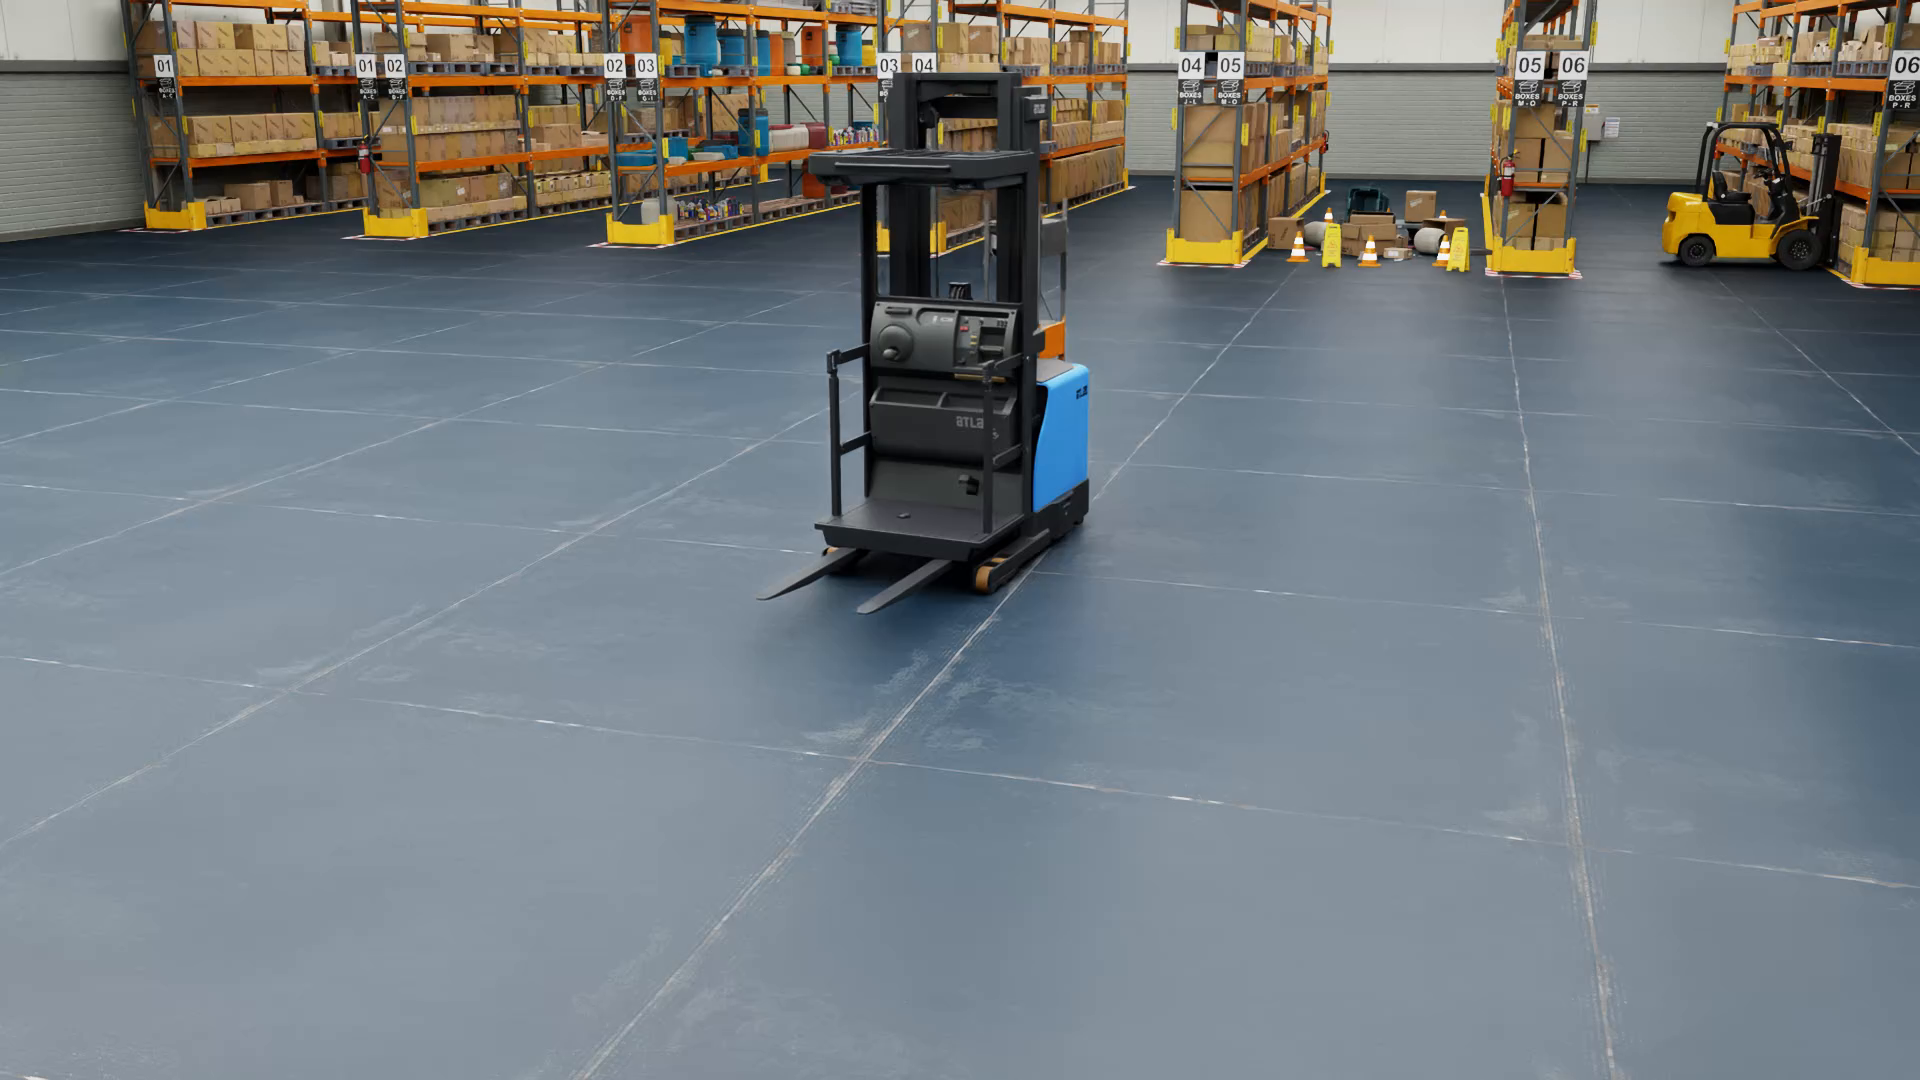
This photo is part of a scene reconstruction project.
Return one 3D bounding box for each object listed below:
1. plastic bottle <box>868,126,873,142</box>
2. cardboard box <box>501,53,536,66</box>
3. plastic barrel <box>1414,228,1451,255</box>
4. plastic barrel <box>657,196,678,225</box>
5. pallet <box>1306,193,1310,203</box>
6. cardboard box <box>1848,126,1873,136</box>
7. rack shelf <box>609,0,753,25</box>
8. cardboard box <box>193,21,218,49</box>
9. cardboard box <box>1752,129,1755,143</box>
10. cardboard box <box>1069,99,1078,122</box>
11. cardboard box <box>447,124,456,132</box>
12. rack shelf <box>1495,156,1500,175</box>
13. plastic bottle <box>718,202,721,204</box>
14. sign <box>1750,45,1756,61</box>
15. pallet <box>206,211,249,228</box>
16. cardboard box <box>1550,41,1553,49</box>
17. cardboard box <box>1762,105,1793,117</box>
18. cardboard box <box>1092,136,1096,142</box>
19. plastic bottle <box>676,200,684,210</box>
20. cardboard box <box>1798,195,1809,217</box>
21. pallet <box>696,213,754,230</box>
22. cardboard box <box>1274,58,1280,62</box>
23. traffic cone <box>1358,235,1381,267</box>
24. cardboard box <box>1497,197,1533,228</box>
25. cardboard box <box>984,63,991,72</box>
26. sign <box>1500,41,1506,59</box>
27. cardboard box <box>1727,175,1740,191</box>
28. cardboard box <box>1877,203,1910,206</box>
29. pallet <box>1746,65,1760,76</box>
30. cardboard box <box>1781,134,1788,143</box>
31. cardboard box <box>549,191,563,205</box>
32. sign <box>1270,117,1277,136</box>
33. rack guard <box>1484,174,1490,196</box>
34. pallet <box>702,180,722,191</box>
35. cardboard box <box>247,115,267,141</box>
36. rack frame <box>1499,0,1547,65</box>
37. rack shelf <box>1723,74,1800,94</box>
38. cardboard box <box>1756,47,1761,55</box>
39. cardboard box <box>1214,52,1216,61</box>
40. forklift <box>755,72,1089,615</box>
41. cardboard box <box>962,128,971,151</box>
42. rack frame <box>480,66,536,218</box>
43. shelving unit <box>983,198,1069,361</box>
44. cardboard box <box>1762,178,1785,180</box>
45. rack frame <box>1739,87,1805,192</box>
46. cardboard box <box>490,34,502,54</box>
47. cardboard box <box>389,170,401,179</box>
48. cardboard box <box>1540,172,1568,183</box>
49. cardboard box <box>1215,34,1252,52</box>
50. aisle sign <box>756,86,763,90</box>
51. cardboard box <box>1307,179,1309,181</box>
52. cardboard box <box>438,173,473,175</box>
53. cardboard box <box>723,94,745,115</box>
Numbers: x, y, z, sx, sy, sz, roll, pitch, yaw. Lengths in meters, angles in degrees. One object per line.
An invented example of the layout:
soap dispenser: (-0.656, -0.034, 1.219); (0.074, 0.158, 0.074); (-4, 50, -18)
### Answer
plastic bottle: (-2.135, -9.512, 38.959); (0.144, 0.351, 0.185); (5, 16, 16)
cardboard box: (-9.025, -9.827, 33.988); (0.500, 0.250, 0.500); (6, 17, 22)
plastic barrel: (7.788, -4.928, 27.428); (0.421, 0.421, 0.512); (-10, 19, -32)
plastic barrel: (-5.341, -5.977, 30.193); (0.421, 0.512, 0.421); (0, 16, 0)
pallet: (7.445, -7.844, 38.096); (1.003, 0.211, 1.213); (5, 16, 16)
cardboard box: (13.884, -6.272, 25.528); (0.380, 0.149, 0.250); (5, 16, 16)
rack shelf: (-5.029, -9.533, 30.000); (1.077, 0.370, 4.000); (5, 16, 16)
cardboard box: (-14.563, -9.622, 31.705); (0.500, 0.500, 0.500); (4, 16, 15)
cardboard box: (16.060, -8.069, 33.257); (0.396, 0.266, 0.258); (5, 17, 19)
cardboard box: (2.182, -9.602, 37.164); (0.797, 0.503, 0.637); (5, 17, 16)
cardboard box: (-9.736, -7.764, 31.332); (0.380, 0.149, 0.250); (4, 16, 14)
rack shelf: (10.358, -6.733, 30.390); (1.077, 0.370, 4.000); (5, 16, 16)
plastic bottle: (-4.571, -6.374, 31.990); (0.152, 0.276, 0.135); (5, 16, 16)
sign: (16.300, -9.997, 34.134); (0.100, 0.325, 0.005); (5, 16, 16)
pallet: (-14.810, -6.319, 32.720); (1.003, 0.211, 1.213); (5, 16, 16)
cardboard box: (9.006, -7.360, 24.783); (0.380, 0.149, 0.250); (5, 16, 16)
cardboard box: (17.501, -9.066, 35.651); (0.500, 0.500, 0.500); (4, 16, 14)
cardboard box: (2.964, -9.348, 38.752); (0.380, 0.149, 0.250); (5, 16, 16)
plastic bottle: (-5.315, -6.258, 31.443); (0.144, 0.351, 0.185); (5, 17, 18)
cardboard box: (14.915, -5.572, 28.558); (0.875, 0.625, 0.625); (4, 16, 15)
pallet: (-4.692, -6.195, 32.283); (1.003, 0.211, 1.213); (5, 16, 16)
cardboard box: (5.662, -8.832, 30.483); (0.380, 0.149, 0.250); (5, 16, 16)
traffic cone: (6.377, -4.499, 25.843); (0.336, 0.463, 0.334); (5, 16, 16)
cardboard box: (8.925, -5.248, 26.729); (0.500, 0.500, 0.500); (4, 16, 15)
cardboard box: (0.250, -8.420, 29.797); (0.500, 0.250, 0.500); (5, 17, 17)
sign: (10.396, -9.378, 31.805); (0.100, 0.325, 0.005); (5, 16, 16)
cardboard box: (17.120, -7.666, 36.172); (0.700, 0.500, 0.500); (4, 16, 14)
cardboard box: (14.174, -4.992, 25.368); (0.500, 0.250, 0.500); (4, 16, 15)
pallet: (16.570, -9.453, 33.506); (1.213, 0.211, 1.003); (5, 16, 16)
cardboard box: (15.302, -7.292, 30.400); (0.500, 0.250, 0.500); (5, 16, 16)
cardboard box: (-8.710, -7.193, 34.962); (0.500, 0.250, 0.500); (5, 17, 17)
sign: (5.547, -7.326, 29.428); (0.100, 0.325, 0.005); (5, 16, 16)
rack guard: (13.206, -8.499, 39.879); (1.175, 0.500, 0.348); (5, 16, 16)
pallet: (-6.739, -9.025, 42.261); (1.003, 0.211, 1.213); (5, 16, 16)
cardboard box: (-14.234, -8.230, 33.211); (0.500, 0.500, 0.500); (5, 17, 18)
rack frame: (13.200, -12.582, 38.697); (1.000, 3.000, 0.127); (5, 16, 16)
rack shelf: (17.391, -9.886, 36.006); (1.077, 0.370, 4.000); (5, 16, 16)
cardboard box: (16.197, -9.798, 33.342); (0.380, 0.149, 0.250); (4, 16, 15)
cardboard box: (3.937, -7.819, 26.910); (0.380, 0.149, 0.250); (4, 16, 15)
forklift: (-0.186, -1.226, 9.782); (1.130, 2.935, 3.031); (7, 17, 23)
cardboard box: (-0.302, -7.009, 29.314); (0.875, 0.500, 0.500); (5, 16, 16)
rack frame: (-9.209, -8.094, 33.868); (1.000, 3.000, 0.127); (5, 16, 16)
shelving unit: (0.447, -1.285, 11.504); (0.431, 2.100, 0.503); (7, 17, 23)
cardboard box: (16.106, -7.084, 32.931); (0.380, 0.149, 0.250); (5, 17, 16)
rack frame: (16.823, -8.265, 34.472); (1.000, 3.000, 0.127); (5, 16, 16)
cardboard box: (-11.711, -12.753, 42.744); (0.500, 0.500, 0.500); (4, 16, 15)
cardboard box: (-13.235, -8.214, 38.068); (0.700, 0.500, 0.500); (5, 16, 16)
cardboard box: (8.948, -5.462, 25.048); (0.380, 0.149, 0.250); (5, 16, 16)
cardboard box: (4.261, -7.738, 25.892); (0.500, 0.250, 0.500); (5, 16, 16)
aisle sign: (-5.486, -12.478, 44.561); (0.394, 0.787, 0.004); (5, 16, 16)
cardboard box: (7.899, -8.330, 38.612); (0.380, 0.149, 0.250); (5, 17, 18)
cardboard box: (-9.925, -6.975, 32.819); (0.500, 0.500, 0.500); (5, 16, 16)
cardboard box: (-5.947, -11.356, 43.355); (0.500, 0.500, 0.500); (5, 17, 17)
